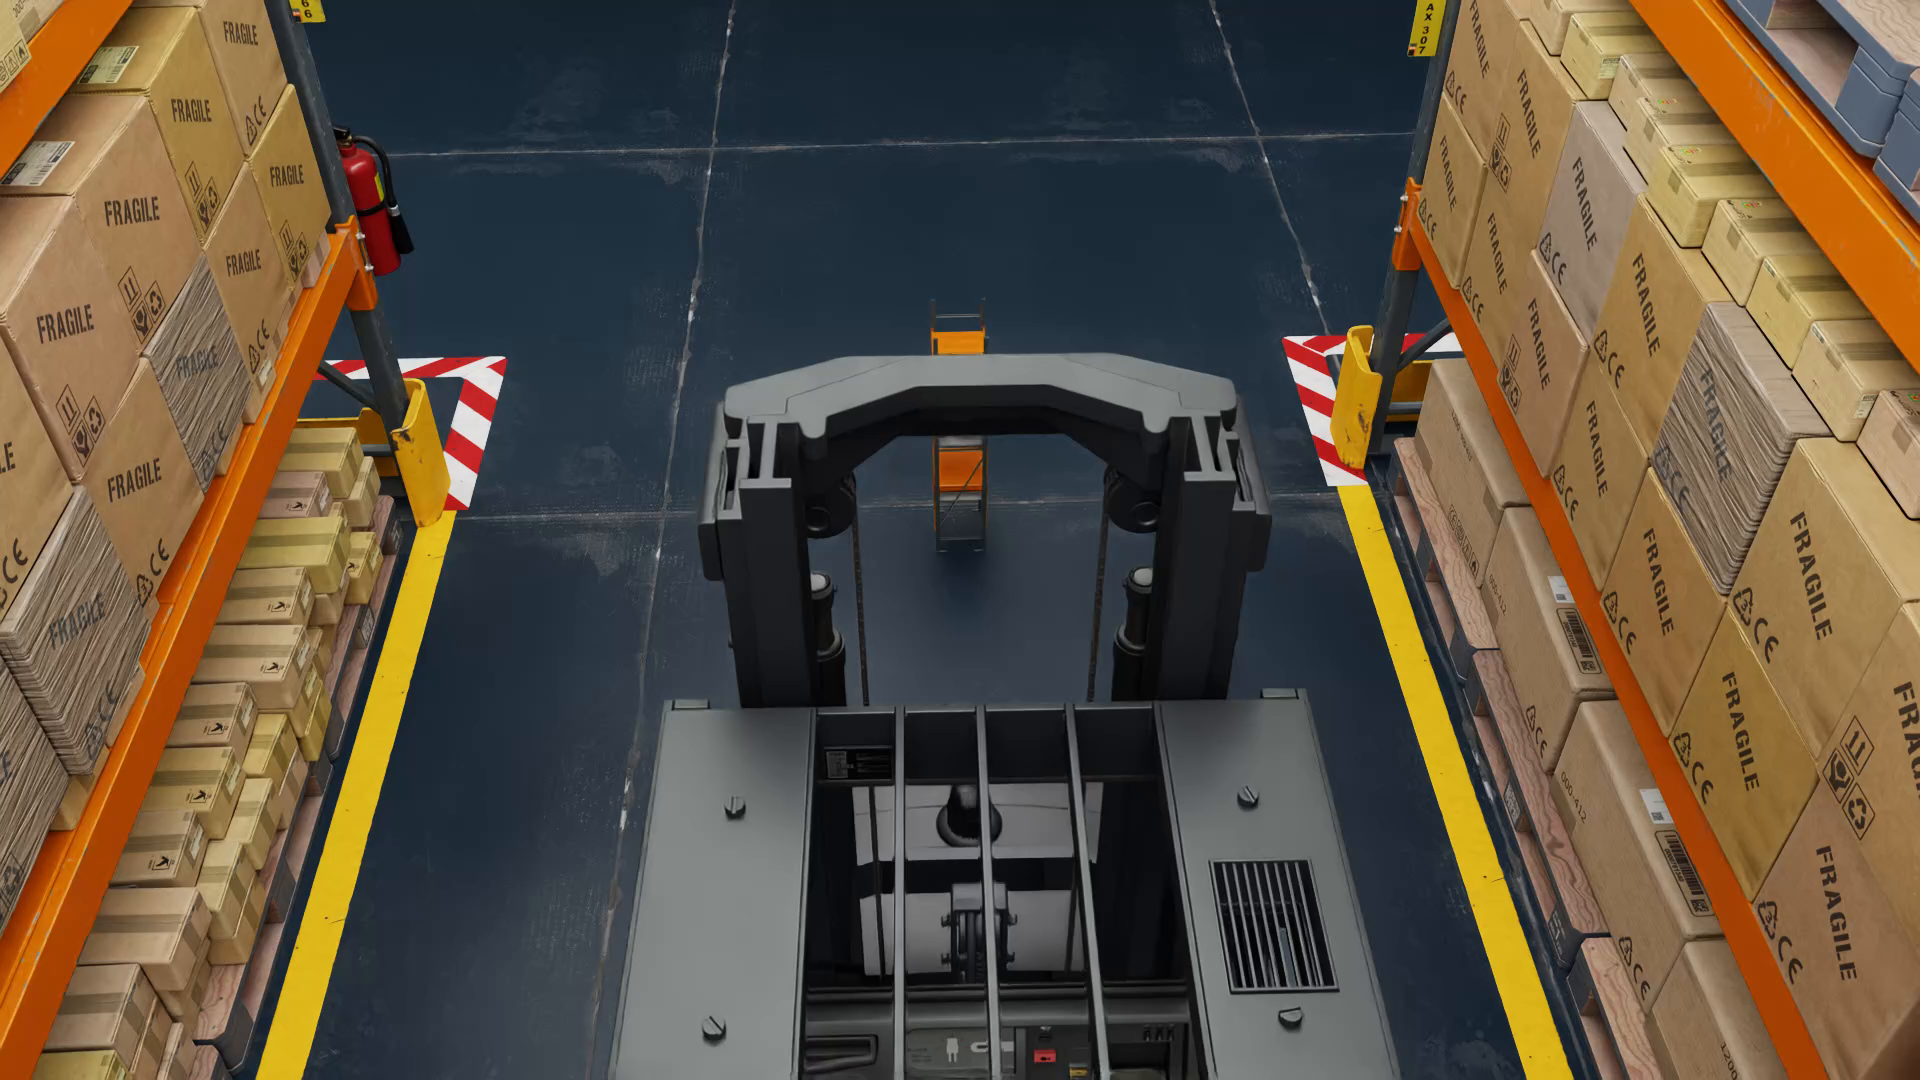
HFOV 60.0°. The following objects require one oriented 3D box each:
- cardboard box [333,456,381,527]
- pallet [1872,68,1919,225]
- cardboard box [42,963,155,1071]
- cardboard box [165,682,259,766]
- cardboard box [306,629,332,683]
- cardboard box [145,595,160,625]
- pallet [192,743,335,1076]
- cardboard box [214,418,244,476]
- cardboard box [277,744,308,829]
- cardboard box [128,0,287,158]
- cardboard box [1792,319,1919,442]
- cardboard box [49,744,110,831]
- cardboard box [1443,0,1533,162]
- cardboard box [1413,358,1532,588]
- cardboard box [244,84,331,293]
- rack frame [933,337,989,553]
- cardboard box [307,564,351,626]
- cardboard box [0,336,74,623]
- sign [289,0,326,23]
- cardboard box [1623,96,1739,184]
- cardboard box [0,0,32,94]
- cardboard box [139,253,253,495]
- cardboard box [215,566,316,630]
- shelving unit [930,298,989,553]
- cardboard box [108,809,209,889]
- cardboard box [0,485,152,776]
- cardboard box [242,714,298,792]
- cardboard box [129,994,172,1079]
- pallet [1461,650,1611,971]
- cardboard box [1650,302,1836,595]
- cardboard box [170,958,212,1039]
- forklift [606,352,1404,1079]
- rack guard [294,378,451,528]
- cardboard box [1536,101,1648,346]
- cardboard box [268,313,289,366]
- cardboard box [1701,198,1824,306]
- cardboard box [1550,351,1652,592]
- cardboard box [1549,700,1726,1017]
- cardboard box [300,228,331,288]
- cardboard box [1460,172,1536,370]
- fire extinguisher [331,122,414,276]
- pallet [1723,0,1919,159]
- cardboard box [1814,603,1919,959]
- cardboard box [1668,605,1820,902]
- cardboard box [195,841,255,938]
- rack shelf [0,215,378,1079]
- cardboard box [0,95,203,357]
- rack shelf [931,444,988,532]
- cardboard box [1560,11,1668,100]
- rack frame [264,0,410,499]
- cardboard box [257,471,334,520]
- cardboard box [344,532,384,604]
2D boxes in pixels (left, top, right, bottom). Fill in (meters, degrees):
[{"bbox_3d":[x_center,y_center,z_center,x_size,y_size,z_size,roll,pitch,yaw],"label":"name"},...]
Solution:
[{"bbox_3d":[-2.424,-0.176,6.302,0.380,0.149,0.250,-3,43,-3],"label":"cardboard box"},{"bbox_3d":[2.355,-0.447,2.863,1.003,0.211,1.213,-2,43,-2],"label":"pallet"},{"bbox_3d":[-2.416,1.295,4.476,0.380,0.149,0.250,-3,43,-3],"label":"cardboard box"},{"bbox_3d":[-2.450,0.596,5.239,0.380,0.149,0.250,-3,43,-3],"label":"cardboard box"},{"bbox_3d":[-2.440,0.452,5.836,0.380,0.149,0.250,-1,43,-1],"label":"cardboard box"},{"bbox_3d":[-2.409,0.214,4.483,0.380,0.149,0.250,0,43,0],"label":"cardboard box"},{"bbox_3d":[-2.681,1.139,5.351,1.003,0.211,1.213,-2,43,-2],"label":"pallet"},{"bbox_3d":[-2.421,-0.318,5.063,0.380,0.149,0.250,-3,43,-4],"label":"cardboard box"},{"bbox_3d":[-2.375,0.808,5.448,0.380,0.149,0.250,-1,43,-1],"label":"cardboard box"},{"bbox_3d":[-2.464,-1.524,5.159,0.500,0.500,0.500,-2,43,-3],"label":"cardboard box"},{"bbox_3d":[2.069,-0.352,3.621,0.380,0.149,0.250,-2,43,-2],"label":"cardboard box"},{"bbox_3d":[-2.347,0.575,4.089,0.380,0.149,0.250,-1,43,-1],"label":"cardboard box"},{"bbox_3d":[1.945,-1.595,5.456,0.500,0.500,0.500,-3,43,-3],"label":"cardboard box"},{"bbox_3d":[2.337,-0.289,6.431,0.875,0.438,0.875,-3,43,-3],"label":"cardboard box"},{"bbox_3d":[-2.456,-1.162,5.503,0.500,0.500,0.500,-1,43,-1],"label":"cardboard box"},{"bbox_3d":[0.003,-0.341,6.345,0.200,1.050,0.008,-2,43,-2],"label":"rack frame"},{"bbox_3d":[-2.401,0.174,5.919,0.380,0.149,0.250,-3,43,-4],"label":"cardboard box"},{"bbox_3d":[-2.366,-0.128,3.636,0.500,0.500,0.500,-1,43,-1],"label":"cardboard box"},{"bbox_3d":[-2.177,-1.857,5.465,0.100,0.325,0.005,-2,43,-2],"label":"sign"},{"bbox_3d":[1.988,-1.042,4.373,0.380,0.149,0.250,-1,43,-1],"label":"cardboard box"},{"bbox_3d":[-2.369,-1.024,3.539,0.500,0.250,0.500,0,43,0],"label":"cardboard box"},{"bbox_3d":[-2.408,-0.472,4.751,0.500,0.500,0.500,-2,43,-2],"label":"cardboard box"},{"bbox_3d":[-2.417,0.235,5.633,0.380,0.149,0.250,-3,43,-4],"label":"cardboard box"},{"bbox_3d":[-0.002,-0.423,6.435,0.215,1.050,0.252,-2,43,-2],"label":"shelving unit"},{"bbox_3d":[-2.439,0.939,4.864,0.380,0.149,0.250,-3,43,-4],"label":"cardboard box"},{"bbox_3d":[-2.345,0.226,3.989,0.500,0.500,0.500,-2,43,-3],"label":"cardboard box"},{"bbox_3d":[-2.373,0.697,5.348,0.380,0.149,0.250,0,43,0],"label":"cardboard box"},{"bbox_3d":[-2.413,1.408,4.573,0.380,0.149,0.250,-4,43,-4],"label":"cardboard box"},{"bbox_3d":[2.370,0.866,5.649,1.003,0.211,1.213,-2,43,-2],"label":"pallet"},{"bbox_3d":[2.039,-0.223,3.960,0.500,0.500,0.500,-1,43,-1],"label":"cardboard box"},{"bbox_3d":[-2.437,1.334,4.874,0.380,0.149,0.250,-3,43,-4],"label":"cardboard box"},{"bbox_3d":[0.051,1.220,3.249,1.130,2.935,3.031,-1,43,-1],"label":"forklift"},{"bbox_3d":[-2.729,-0.338,6.749,1.175,0.500,0.348,-2,43,-2],"label":"rack guard"},{"bbox_3d":[2.004,-0.899,4.697,0.500,0.500,0.500,-2,43,-2],"label":"cardboard box"},{"bbox_3d":[-2.437,-0.669,5.445,0.380,0.149,0.250,-2,43,-2],"label":"cardboard box"},{"bbox_3d":[2.032,-0.695,3.994,0.380,0.149,0.250,-2,43,-2],"label":"cardboard box"},{"bbox_3d":[2.034,-0.204,4.678,0.500,0.500,0.500,0,43,0],"label":"cardboard box"},{"bbox_3d":[2.421,0.937,5.093,0.875,0.438,0.875,-3,43,-3],"label":"cardboard box"},{"bbox_3d":[-2.436,-1.006,5.814,0.380,0.149,0.250,-2,43,-2],"label":"cardboard box"},{"bbox_3d":[1.992,-0.885,5.422,0.500,0.500,0.500,-2,43,-2],"label":"cardboard box"},{"bbox_3d":[-2.282,-1.328,6.313,0.296,0.674,0.183,-2,43,-2],"label":"fire extinguisher"},{"bbox_3d":[2.306,-1.268,3.759,1.003,0.211,1.213,-2,43,-2],"label":"pallet"},{"bbox_3d":[2.083,0.463,3.211,0.500,0.500,0.500,-2,43,-2],"label":"cardboard box"},{"bbox_3d":[2.077,0.489,3.922,0.500,0.500,0.500,-3,43,-3],"label":"cardboard box"},{"bbox_3d":[-2.349,1.049,4.964,0.380,0.149,0.250,-2,43,-2],"label":"cardboard box"},{"bbox_3d":[-2.647,0.304,4.731,1.077,0.370,4.000,-2,43,-2],"label":"rack shelf"},{"bbox_3d":[-2.411,-0.832,4.403,0.500,0.500,0.500,0,43,0],"label":"cardboard box"},{"bbox_3d":[-0.002,-0.210,6.630,0.215,0.259,0.240,-2,43,-2],"label":"rack shelf"},{"bbox_3d":[1.956,-1.388,4.750,0.380,0.149,0.250,-3,43,-3],"label":"cardboard box"},{"bbox_3d":[-2.732,-1.311,5.960,1.000,3.000,0.127,-2,43,-2],"label":"rack frame"},{"bbox_3d":[-2.503,-0.113,6.012,0.380,0.149,0.250,-1,43,-1],"label":"cardboard box"},{"bbox_3d":[-2.389,0.105,6.214,0.380,0.149,0.250,0,43,0],"label":"cardboard box"}]
